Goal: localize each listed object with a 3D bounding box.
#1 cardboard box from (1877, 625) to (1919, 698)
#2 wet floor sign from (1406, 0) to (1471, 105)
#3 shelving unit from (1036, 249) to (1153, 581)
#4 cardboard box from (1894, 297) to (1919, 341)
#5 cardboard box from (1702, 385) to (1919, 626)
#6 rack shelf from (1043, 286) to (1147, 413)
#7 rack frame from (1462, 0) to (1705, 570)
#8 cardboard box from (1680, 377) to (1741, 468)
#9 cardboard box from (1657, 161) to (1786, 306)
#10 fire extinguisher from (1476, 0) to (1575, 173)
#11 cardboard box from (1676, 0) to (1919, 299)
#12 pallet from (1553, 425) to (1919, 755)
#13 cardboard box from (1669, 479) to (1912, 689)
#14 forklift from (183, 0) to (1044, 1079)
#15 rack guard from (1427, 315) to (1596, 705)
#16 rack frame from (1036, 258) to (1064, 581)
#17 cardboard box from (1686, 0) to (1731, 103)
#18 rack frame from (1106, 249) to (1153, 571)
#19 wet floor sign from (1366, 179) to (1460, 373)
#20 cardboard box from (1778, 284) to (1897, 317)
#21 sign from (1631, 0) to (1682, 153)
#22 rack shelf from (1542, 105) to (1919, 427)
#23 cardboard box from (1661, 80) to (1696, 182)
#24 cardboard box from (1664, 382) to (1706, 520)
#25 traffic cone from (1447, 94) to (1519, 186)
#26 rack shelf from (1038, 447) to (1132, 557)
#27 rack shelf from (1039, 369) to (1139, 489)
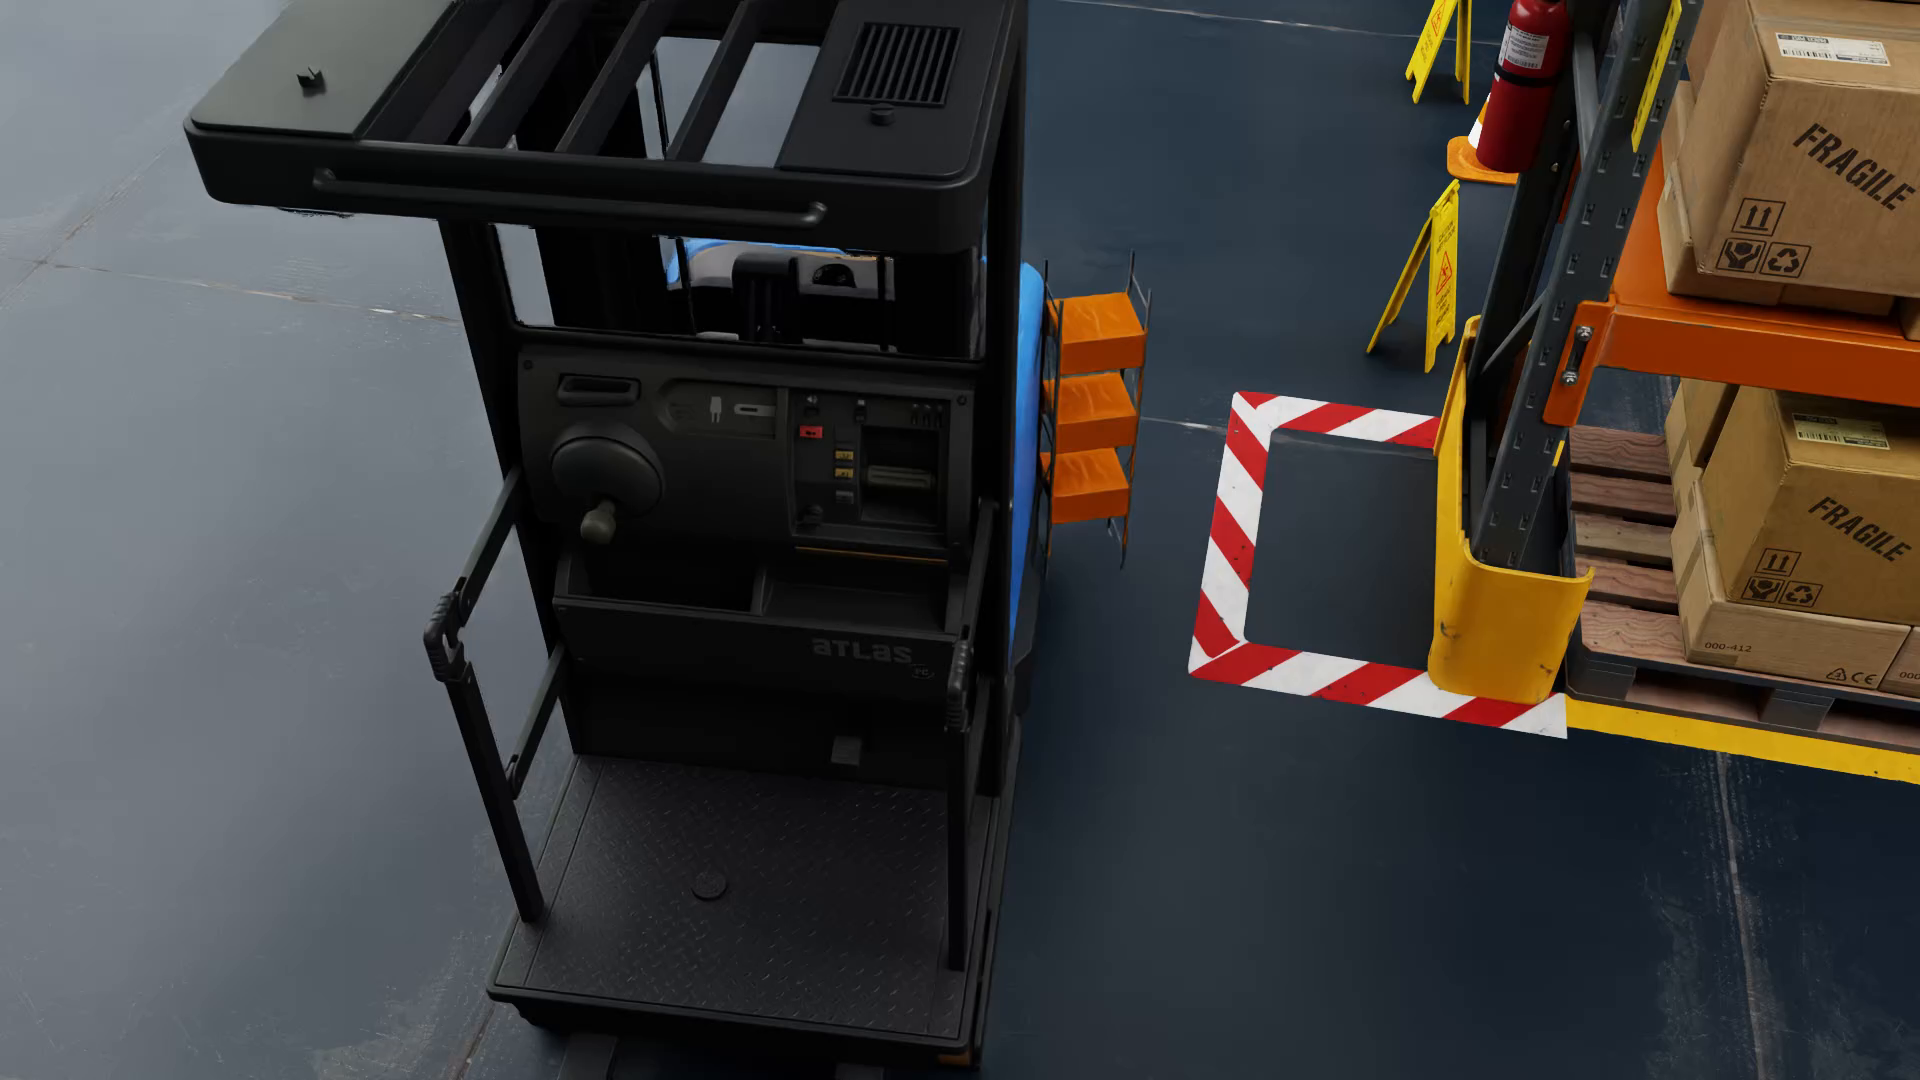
[{"bbox_3d":[2.796,0.198,4.561,0.500,0.250,0.500,10,45,11],"label":"cardboard box"},{"bbox_3d":[2.094,-2.214,7.085,0.232,0.644,0.267,2,44,2],"label":"wet floor sign"},{"bbox_3d":[0.370,-0.336,4.841,0.252,1.050,0.215,-7,44,-8],"label":"shelving unit"},{"bbox_3d":[2.349,-0.627,3.920,0.250,0.149,0.380,8,44,8],"label":"cardboard box"},{"bbox_3d":[2.323,-0.151,4.383,0.500,0.500,0.500,7,44,8],"label":"cardboard box"},{"bbox_3d":[0.371,-0.533,4.652,0.240,0.259,0.215,-7,44,-8],"label":"rack shelf"},{"bbox_3d":[1.573,-1.033,4.160,0.127,3.000,1.000,9,45,9],"label":"rack frame"},{"bbox_3d":[2.411,-0.519,4.765,0.500,0.500,0.500,9,45,9],"label":"cardboard box"},{"bbox_3d":[1.859,-0.751,4.048,0.250,0.149,0.380,9,45,9],"label":"cardboard box"},{"bbox_3d":[1.561,-1.334,4.529,0.183,0.674,0.296,9,45,9],"label":"fire extinguisher"},{"bbox_3d":[1.974,-0.917,3.753,0.500,0.500,0.500,8,45,8],"label":"cardboard box"},{"bbox_3d":[2.432,0.130,4.962,1.213,0.211,1.003,9,45,9],"label":"pallet"},{"bbox_3d":[2.299,0.116,4.646,0.500,0.250,0.500,8,45,9],"label":"cardboard box"},{"bbox_3d":[-0.461,-0.075,3.214,1.130,2.935,3.031,5,44,5],"label":"forklift"},{"bbox_3d":[1.647,-0.121,5.015,0.348,0.500,1.175,9,45,9],"label":"rack guard"},{"bbox_3d":[0.250,-0.320,4.824,0.008,1.050,0.200,-7,44,-8],"label":"rack frame"},{"bbox_3d":[2.162,-1.280,4.130,0.500,0.500,0.500,8,44,8],"label":"cardboard box"},{"bbox_3d":[0.490,-0.351,4.858,0.008,1.050,0.200,-7,44,-8],"label":"rack frame"},{"bbox_3d":[1.621,-0.937,5.759,0.232,0.644,0.267,24,49,23],"label":"wet floor sign"},{"bbox_3d":[2.108,-0.722,4.018,0.250,0.149,0.380,9,45,10],"label":"cardboard box"},{"bbox_3d":[1.454,-0.977,3.478,0.005,0.325,0.100,9,45,9],"label":"sign"},{"bbox_3d":[3.524,-0.471,4.095,4.000,0.370,1.077,9,45,9],"label":"rack shelf"},{"bbox_3d":[1.984,-1.030,4.339,0.250,0.149,0.380,10,45,10],"label":"cardboard box"},{"bbox_3d":[2.444,-0.249,5.026,0.500,0.250,0.500,9,45,9],"label":"cardboard box"},{"bbox_3d":[2.184,-1.729,6.713,0.334,0.463,0.336,9,45,9],"label":"traffic cone"},{"bbox_3d":[0.368,-0.128,5.041,0.240,0.259,0.215,-7,44,-8],"label":"rack shelf"},{"bbox_3d":[0.370,-0.328,4.848,0.240,0.259,0.215,-7,44,-8],"label":"rack shelf"}]
